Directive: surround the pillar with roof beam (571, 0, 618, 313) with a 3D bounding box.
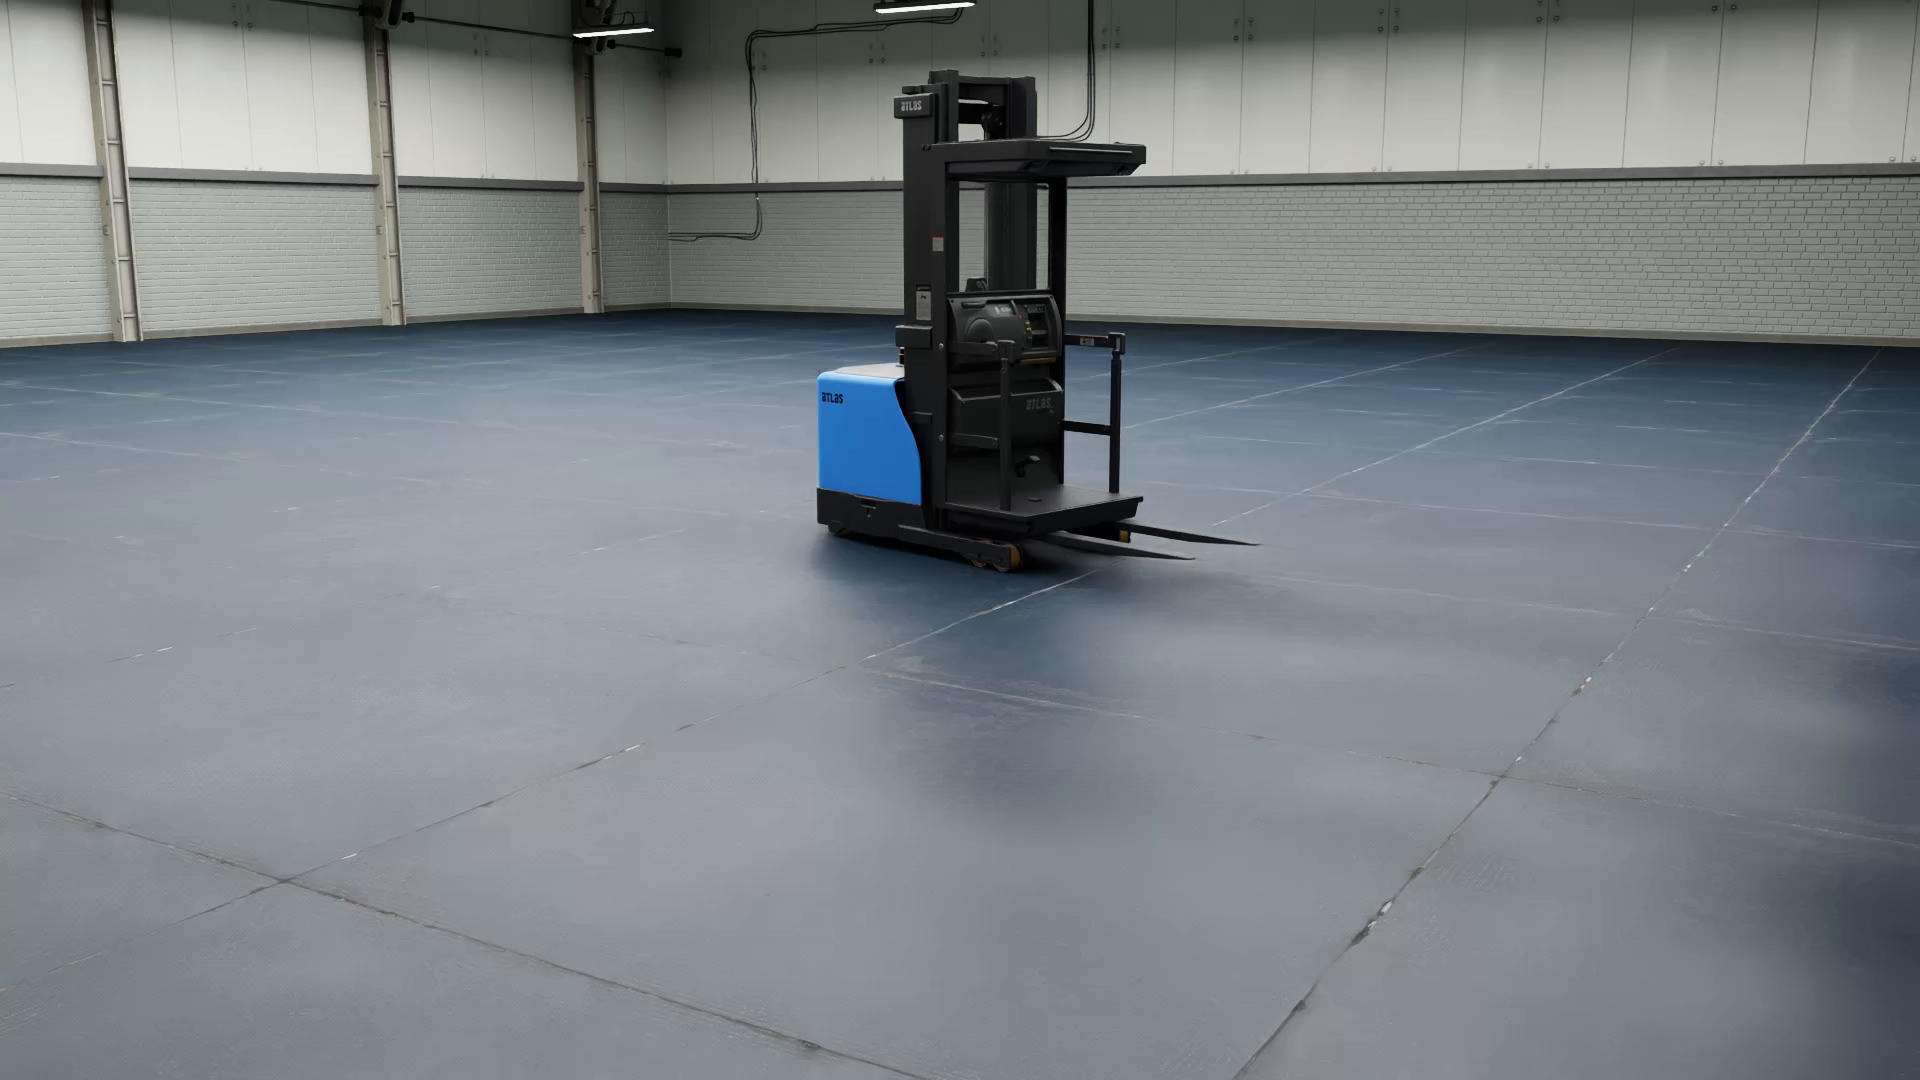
[{"bbox_3d":[-5.191,-9.517,37.247,9.100,9.000,0.548,6,12,31],"label":"pillar with roof beam"}]

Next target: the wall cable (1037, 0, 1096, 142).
[{"bbox_3d":[1.895,-11.027,36.073,2.305,6.003,0.169,6,12,31],"label":"wall cable"}]

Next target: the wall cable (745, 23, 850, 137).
[{"bbox_3d":[-3.899,-10.963,39.685,3.097,2.526,0.112,6,12,31],"label":"wall cable"}]

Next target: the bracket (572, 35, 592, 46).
[{"bbox_3d":[-8.783,-11.598,38.583,0.235,0.232,0.430,6,12,31],"label":"bracket"}]

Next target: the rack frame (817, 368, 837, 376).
[{"bbox_3d":[-0.866,-0.646,11.411,0.200,1.050,0.008,1,8,45],"label":"rack frame"}]

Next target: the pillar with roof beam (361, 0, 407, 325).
[{"bbox_3d":[-8.306,-8.573,32.207,9.100,9.000,0.548,6,12,31],"label":"pillar with roof beam"}]

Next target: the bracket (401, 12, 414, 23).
[{"bbox_3d":[-11.467,-10.785,34.240,0.235,0.232,0.430,6,12,31],"label":"bracket"}]

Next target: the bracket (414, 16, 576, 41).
[{"bbox_3d":[-10.120,-11.193,36.419,0.076,0.066,4.783,6,12,31],"label":"bracket"}]

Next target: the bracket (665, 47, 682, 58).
[{"bbox_3d":[-7.121,-12.101,41.271,0.235,0.232,0.430,6,12,31],"label":"bracket"}]

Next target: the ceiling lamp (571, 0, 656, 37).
[{"bbox_3d":[-6.818,-11.736,33.237,2.000,3.185,0.800,6,12,31],"label":"ceiling lamp"}]

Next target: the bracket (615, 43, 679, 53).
[{"bbox_3d":[-7.428,-12.008,40.775,0.076,0.066,3.189,6,12,31],"label":"bracket"}]

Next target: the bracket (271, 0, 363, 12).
[{"bbox_3d":[-13.235,-10.249,31.378,0.076,0.066,4.783,6,12,31],"label":"bracket"}]

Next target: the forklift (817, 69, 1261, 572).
[{"bbox_3d":[0.435,-1.359,10.162,1.130,2.935,3.031,-10,15,-43],"label":"forklift"}]

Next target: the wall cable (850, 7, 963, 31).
[{"bbox_3d":[-1.254,-12.903,37.687,3.097,2.526,0.112,6,12,31],"label":"wall cable"}]

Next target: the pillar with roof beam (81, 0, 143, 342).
[{"bbox_3d":[-11.421,-7.629,27.167,9.100,9.000,0.400,6,12,31],"label":"pillar with roof beam"}]

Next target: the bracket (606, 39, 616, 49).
[{"bbox_3d":[-8.352,-11.728,39.281,0.235,0.232,0.430,6,12,31],"label":"bracket"}]

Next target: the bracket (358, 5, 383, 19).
[{"bbox_3d":[-11.898,-10.654,33.543,0.235,0.232,0.430,6,12,31],"label":"bracket"}]

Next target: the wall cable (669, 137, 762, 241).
[{"bbox_3d":[-6.211,-8.739,41.530,3.097,2.526,0.112,6,12,31],"label":"wall cable"}]

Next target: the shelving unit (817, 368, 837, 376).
[{"bbox_3d":[-0.781,-0.662,11.497,0.215,1.050,0.252,1,8,45],"label":"shelving unit"}]

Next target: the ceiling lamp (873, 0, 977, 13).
[{"bbox_3d":[-0.502,-11.030,29.466,2.000,3.185,0.800,6,12,31],"label":"ceiling lamp"}]
